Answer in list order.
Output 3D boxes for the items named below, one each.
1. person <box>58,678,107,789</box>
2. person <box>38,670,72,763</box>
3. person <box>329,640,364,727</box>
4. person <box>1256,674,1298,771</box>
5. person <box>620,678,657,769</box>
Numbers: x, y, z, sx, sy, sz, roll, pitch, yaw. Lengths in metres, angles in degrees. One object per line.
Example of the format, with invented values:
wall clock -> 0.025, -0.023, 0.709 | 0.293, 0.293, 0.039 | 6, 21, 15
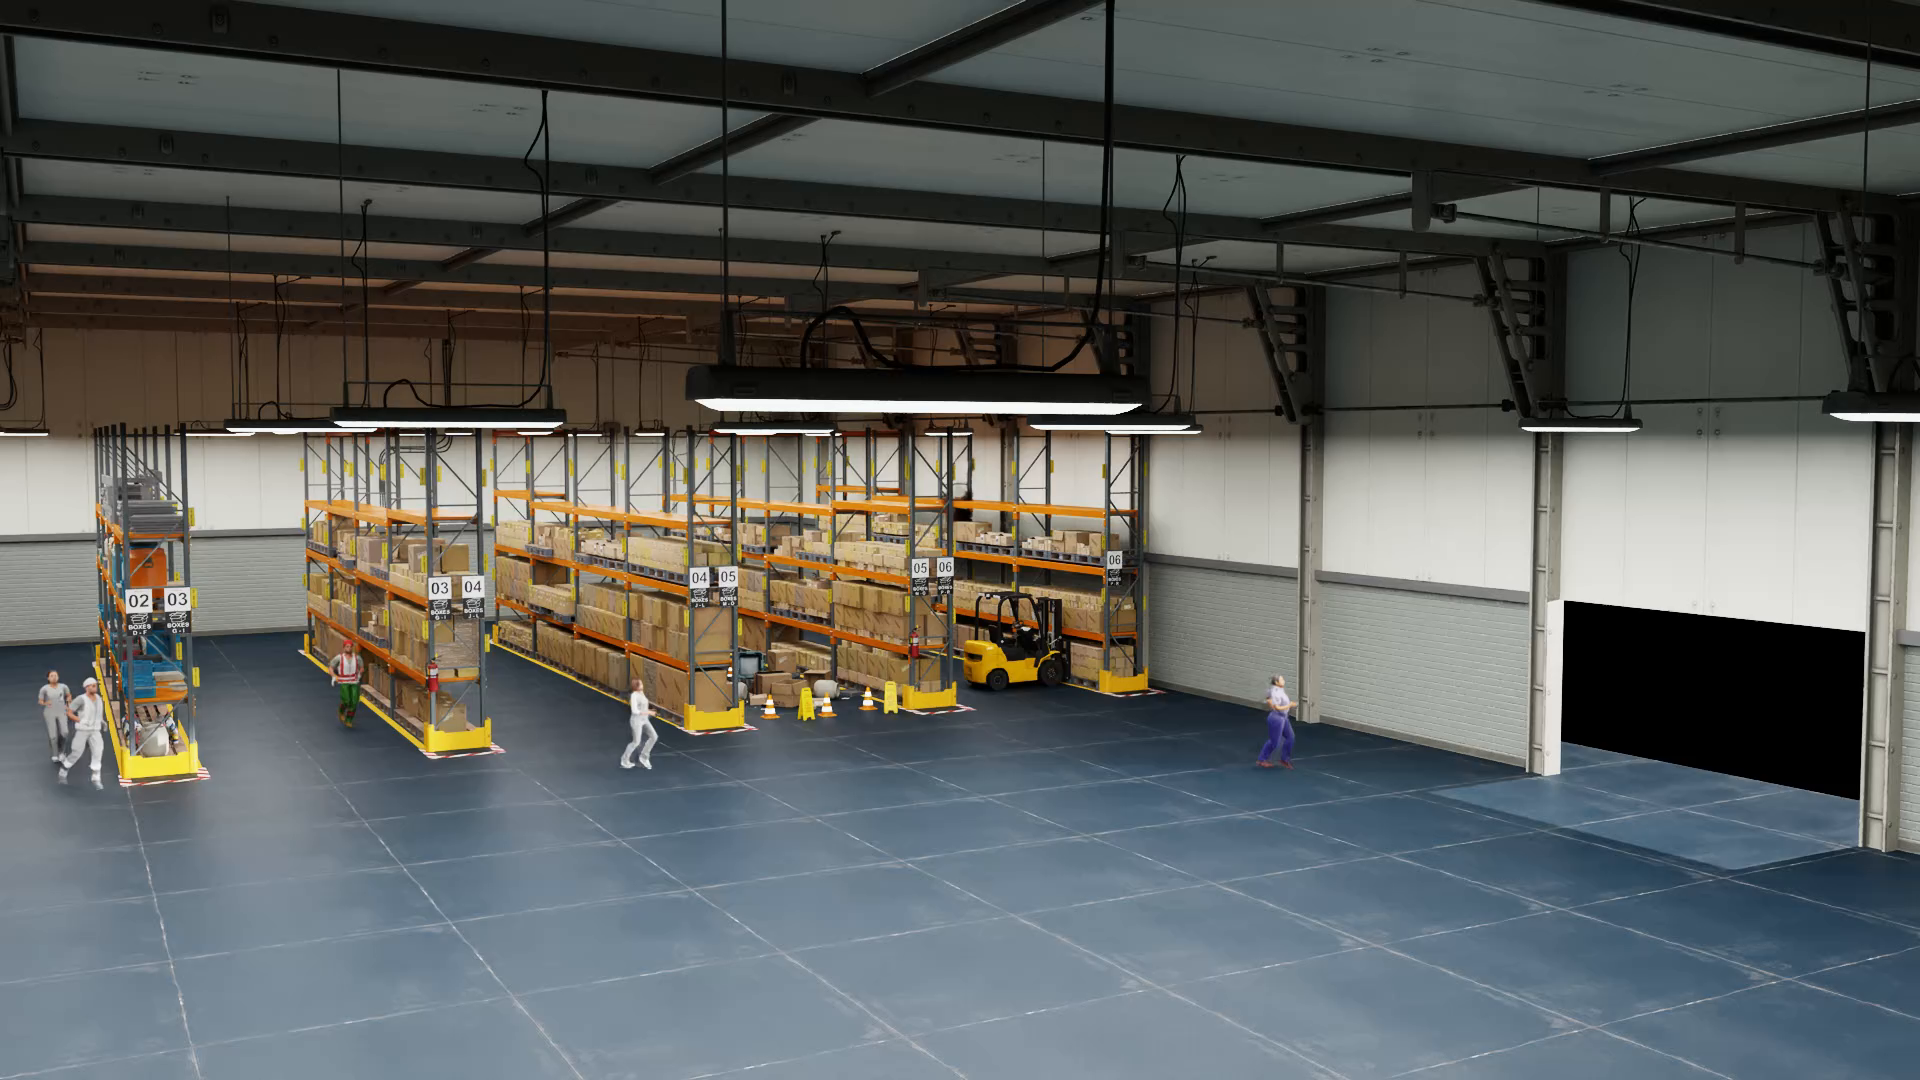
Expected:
person -> -14.343, 3.163, 27.408 | 0.950, 1.777, 0.720 | 2, 4, 29
person -> -15.942, 3.115, 29.336 | 0.548, 1.656, 0.616 | -2, 4, -35
person -> -12.126, 2.853, 33.001 | 0.653, 1.742, 0.587 | -3, 4, -36
person -> 5.495, 3.171, 28.744 | 0.708, 1.692, 0.585 | 1, 4, 21
person -> -5.569, 3.188, 28.860 | 0.672, 1.596, 0.543 | 1, 4, 14
